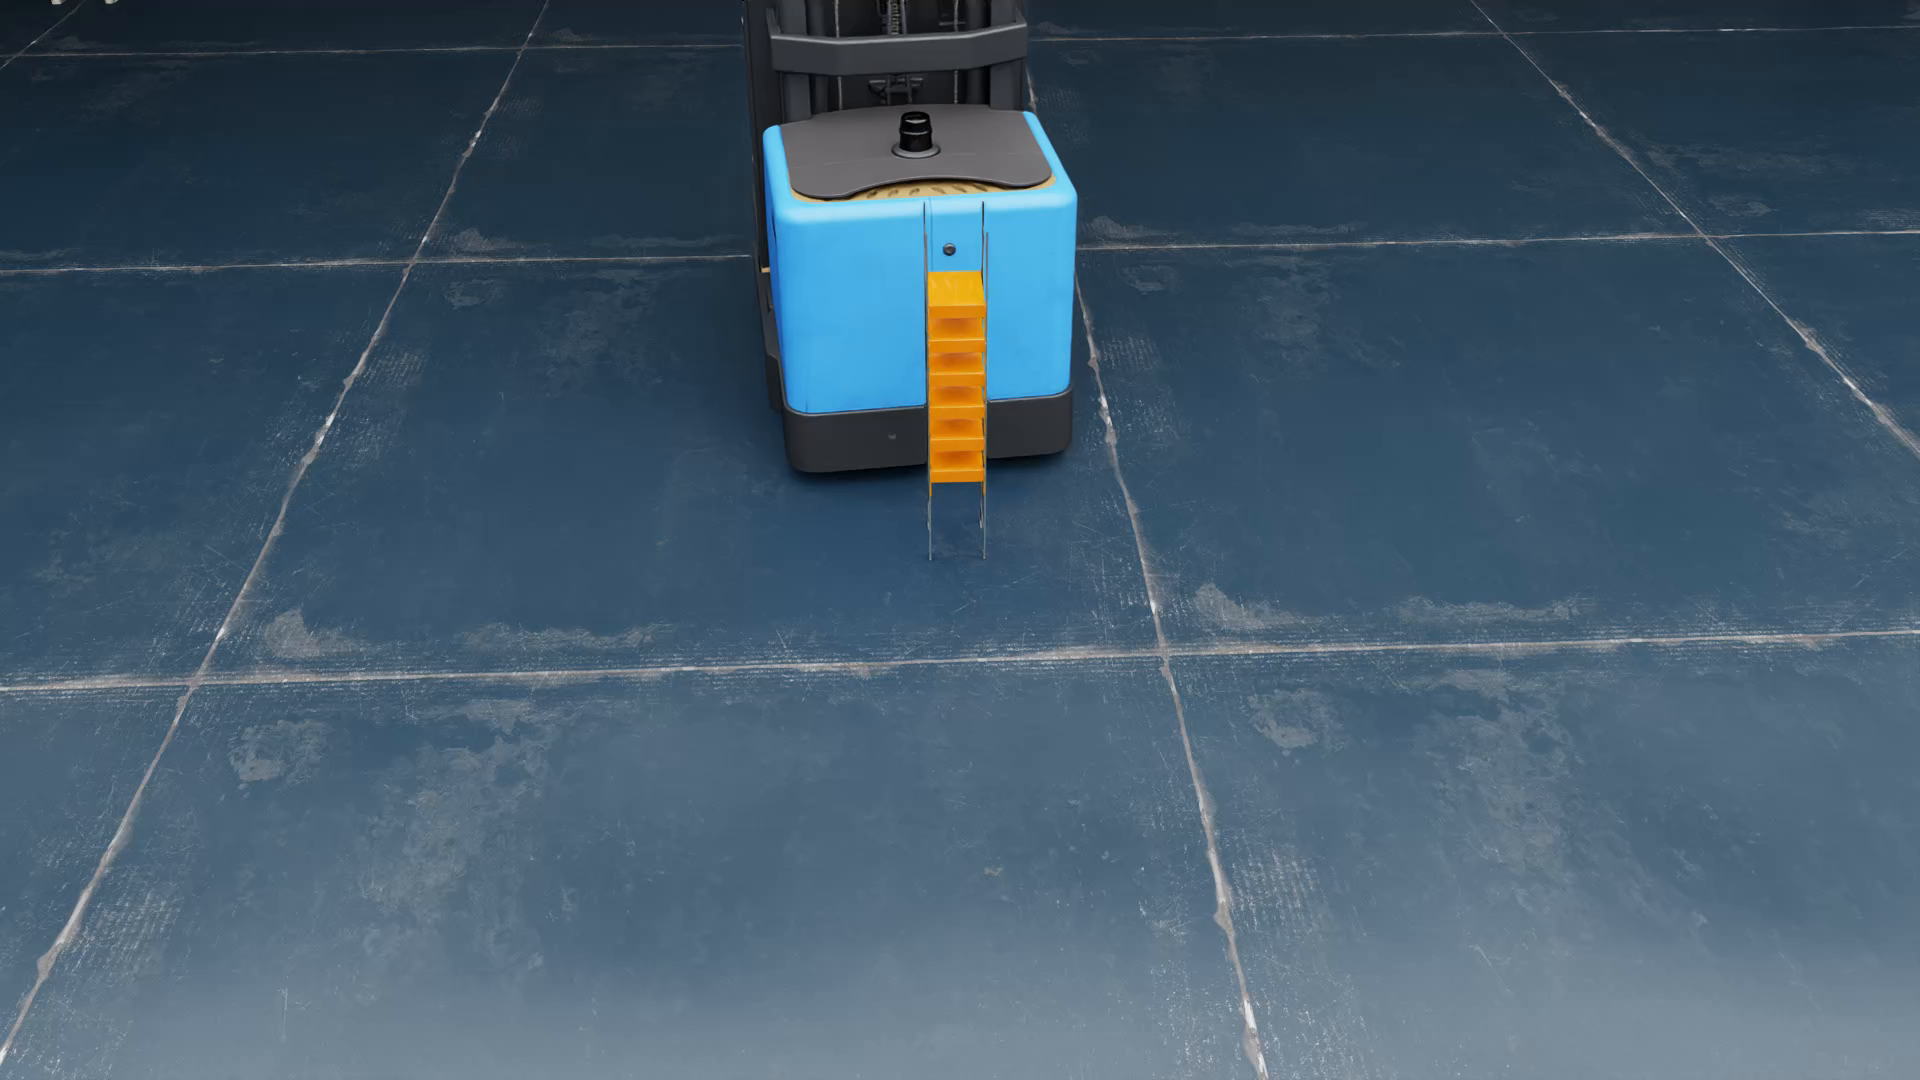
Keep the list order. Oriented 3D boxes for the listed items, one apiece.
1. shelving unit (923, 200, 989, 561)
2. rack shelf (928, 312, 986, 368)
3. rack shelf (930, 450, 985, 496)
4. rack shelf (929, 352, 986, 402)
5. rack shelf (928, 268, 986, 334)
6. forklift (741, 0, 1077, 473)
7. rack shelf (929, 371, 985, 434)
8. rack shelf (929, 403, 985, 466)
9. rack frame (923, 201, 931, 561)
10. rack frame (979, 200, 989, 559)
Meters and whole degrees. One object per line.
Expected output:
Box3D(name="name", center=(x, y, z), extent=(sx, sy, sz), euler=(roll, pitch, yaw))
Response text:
Box3D(name="shelving unit", center=(-0.014, -0.493, 5.408), extent=(0.189, 1.200, 0.258), euler=(-2, 35, -2))
Box3D(name="rack shelf", center=(-0.014, -0.654, 5.297), extent=(0.180, 0.103, 0.258), euler=(-2, 35, -2))
Box3D(name="rack shelf", center=(-0.014, -0.259, 5.570), extent=(0.180, 0.103, 0.258), euler=(-2, 35, -2))
Box3D(name="rack shelf", center=(-0.014, -0.555, 5.365), extent=(0.180, 0.103, 0.258), euler=(-2, 35, -2))
Box3D(name="rack shelf", center=(-0.014, -0.752, 5.228), extent=(0.180, 0.103, 0.258), euler=(-2, 35, -2))
Box3D(name="forklift", center=(-0.323, -2.274, 6.460), extent=(1.130, 2.935, 3.031), euler=(-5, 35, -7))
Box3D(name="rack shelf", center=(-0.014, -0.456, 5.433), extent=(0.180, 0.103, 0.258), euler=(-2, 35, -2))
Box3D(name="rack shelf", center=(-0.014, -0.358, 5.502), extent=(0.180, 0.103, 0.258), euler=(-2, 35, -2))
Box3D(name="rack frame", center=(-0.106, -0.491, 5.404), extent=(0.006, 1.200, 0.240), euler=(-2, 35, -2))
Box3D(name="rack frame", center=(0.077, -0.495, 5.412), extent=(0.006, 1.200, 0.240), euler=(-2, 35, -2))
